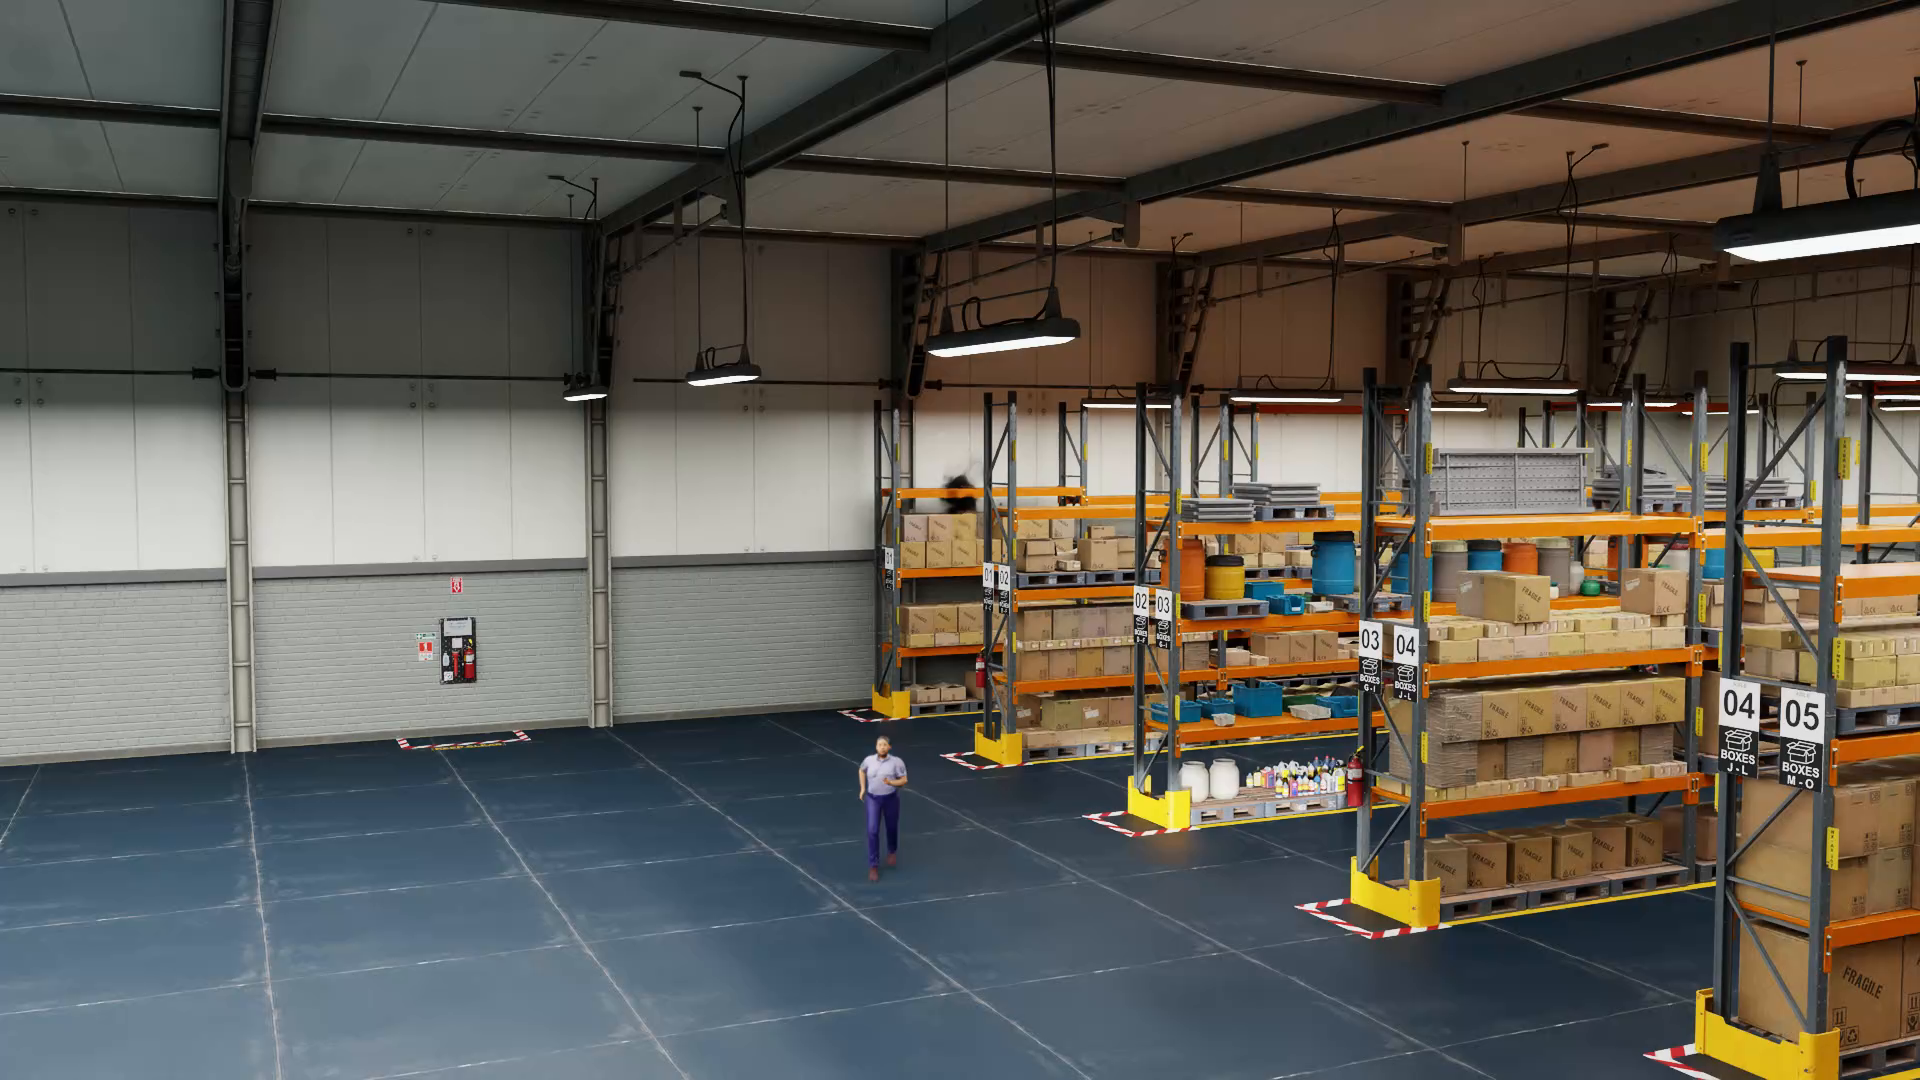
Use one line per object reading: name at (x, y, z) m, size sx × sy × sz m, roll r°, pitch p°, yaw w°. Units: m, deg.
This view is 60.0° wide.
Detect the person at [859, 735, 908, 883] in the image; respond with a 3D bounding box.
person at (-0.921, 3.169, 19.900) m, size 0.594 × 1.671 × 0.895 m, roll 0°, pitch 3°, yaw 0°
